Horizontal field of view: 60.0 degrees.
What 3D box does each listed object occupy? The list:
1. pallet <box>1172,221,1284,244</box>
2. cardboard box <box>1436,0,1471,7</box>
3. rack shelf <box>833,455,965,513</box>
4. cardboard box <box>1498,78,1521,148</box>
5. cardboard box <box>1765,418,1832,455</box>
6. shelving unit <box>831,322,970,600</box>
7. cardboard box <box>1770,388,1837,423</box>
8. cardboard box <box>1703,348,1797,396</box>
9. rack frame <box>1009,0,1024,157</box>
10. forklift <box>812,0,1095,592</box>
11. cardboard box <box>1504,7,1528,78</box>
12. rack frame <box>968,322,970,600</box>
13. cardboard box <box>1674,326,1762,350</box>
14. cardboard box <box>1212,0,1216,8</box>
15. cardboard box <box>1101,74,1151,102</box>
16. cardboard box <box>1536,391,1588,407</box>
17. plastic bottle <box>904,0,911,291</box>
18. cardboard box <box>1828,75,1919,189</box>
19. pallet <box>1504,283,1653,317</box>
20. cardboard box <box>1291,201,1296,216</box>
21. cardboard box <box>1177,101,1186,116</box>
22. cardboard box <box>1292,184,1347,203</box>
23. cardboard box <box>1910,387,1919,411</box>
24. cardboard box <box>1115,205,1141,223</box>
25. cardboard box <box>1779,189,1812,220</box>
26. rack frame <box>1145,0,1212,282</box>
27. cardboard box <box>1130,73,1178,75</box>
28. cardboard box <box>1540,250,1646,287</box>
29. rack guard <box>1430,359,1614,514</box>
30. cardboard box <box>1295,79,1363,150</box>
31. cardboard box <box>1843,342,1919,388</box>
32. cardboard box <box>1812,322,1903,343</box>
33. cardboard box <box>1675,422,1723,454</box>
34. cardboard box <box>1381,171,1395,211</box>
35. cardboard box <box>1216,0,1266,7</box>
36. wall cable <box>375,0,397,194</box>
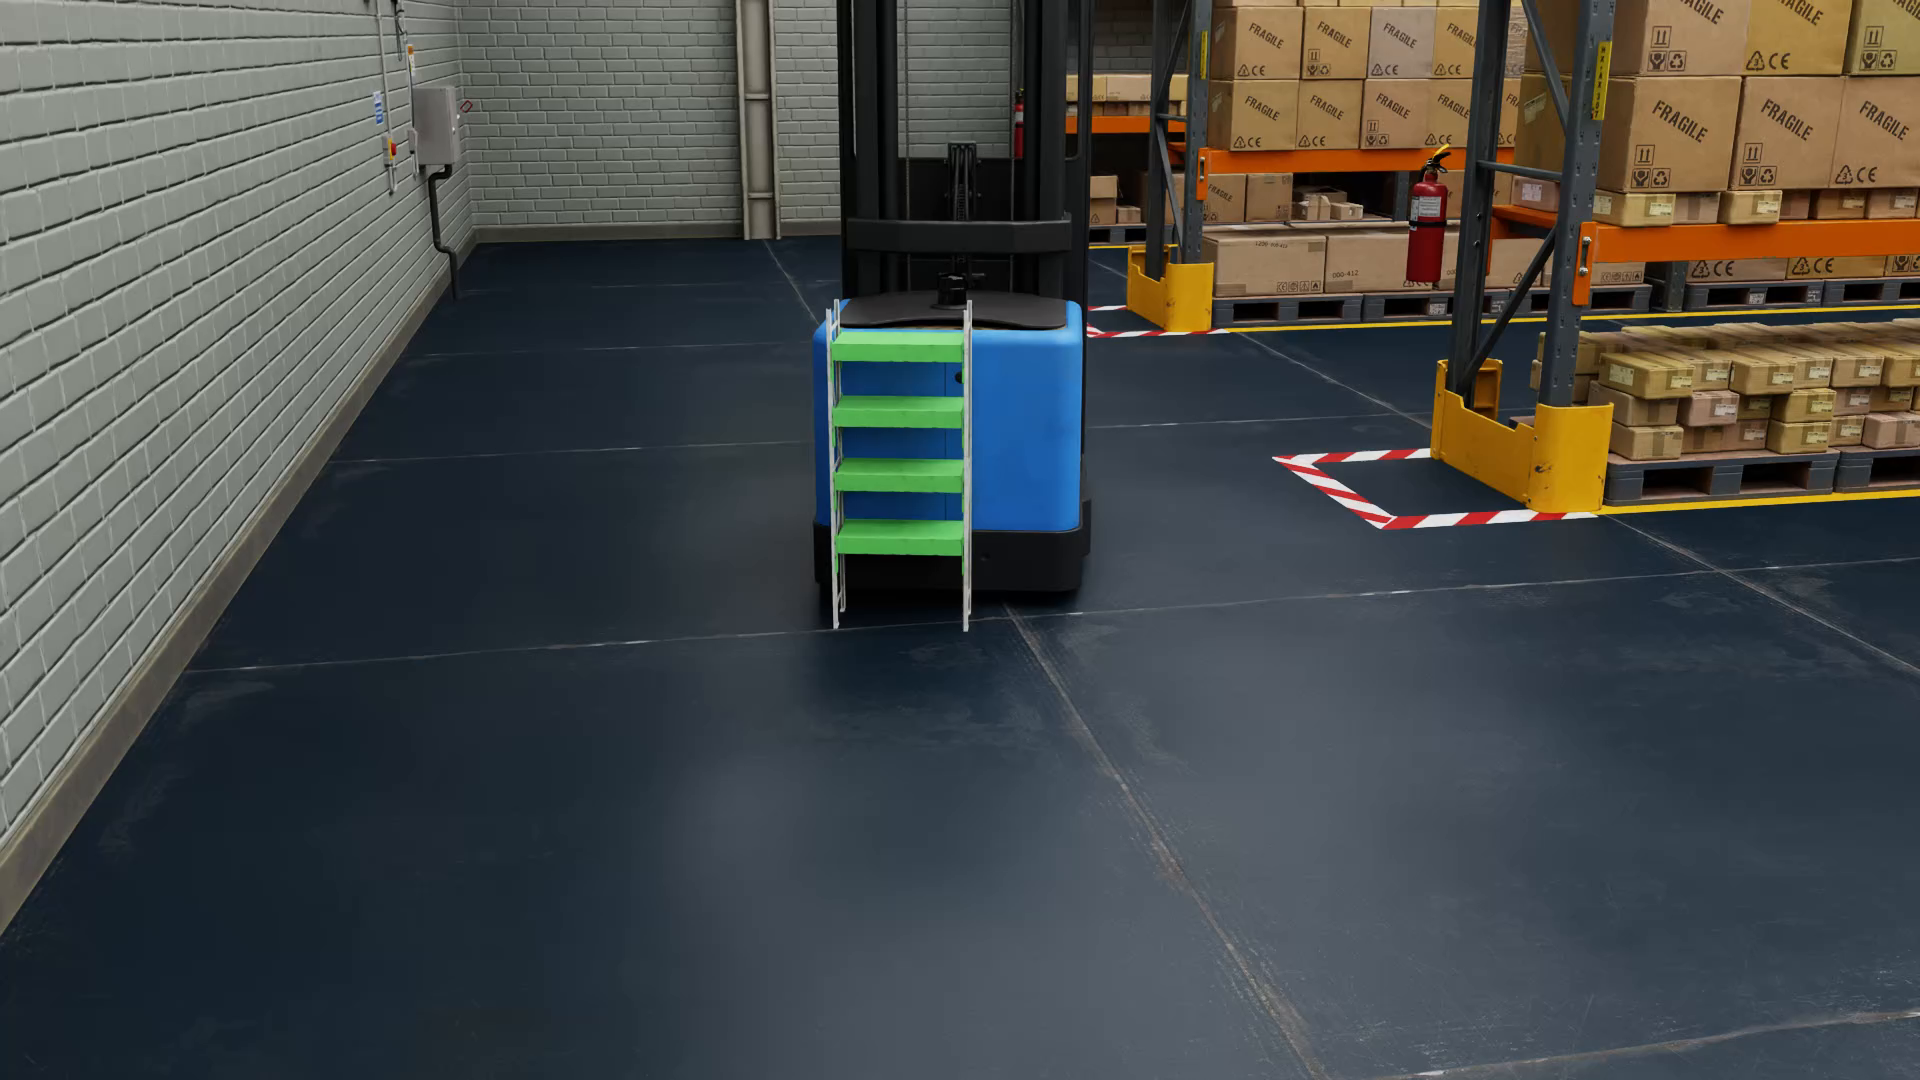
[{"bbox_3d":[2.735,-3.361,17.894,1.213,0.211,1.003,-3,17,-10],"label":"pallet"},{"bbox_3d":[3.560,-3.997,12.239,0.250,0.149,0.380,-4,17,-12],"label":"cardboard box"},{"bbox_3d":[-0.215,-0.210,6.171,0.480,0.148,0.258,1,17,3],"label":"rack shelf"},{"bbox_3d":[4.153,-3.256,12.633,0.500,0.500,0.500,-4,17,-11],"label":"cardboard box"},{"bbox_3d":[3.997,-0.537,8.093,0.250,0.149,0.380,-3,17,-10],"label":"cardboard box"},{"bbox_3d":[-0.212,-0.271,6.152,0.487,1.046,0.258,1,17,3],"label":"shelving unit"},{"bbox_3d":[4.005,-0.682,8.058,0.250,0.149,0.380,-3,17,-9],"label":"cardboard box"},{"bbox_3d":[3.765,-0.807,7.956,0.250,0.149,0.380,-3,17,-11],"label":"cardboard box"},{"bbox_3d":[0.683,-4.578,17.108,0.127,3.000,1.000,-3,17,-10],"label":"rack frame"},{"bbox_3d":[0.039,-1.584,7.476,1.130,2.935,3.031,1,17,3],"label":"forklift"},{"bbox_3d":[4.147,-3.733,12.483,0.500,0.500,0.500,-3,17,-10],"label":"cardboard box"},{"bbox_3d":[0.028,-0.267,6.138,0.006,1.046,0.228,1,17,3],"label":"rack frame"},{"bbox_3d":[3.892,-0.995,8.571,0.250,0.149,0.380,-4,18,-13],"label":"cardboard box"},{"bbox_3d":[1.942,-4.061,12.446,0.250,0.149,0.380,-3,17,-10],"label":"cardboard box"},{"bbox_3d":[1.674,-4.624,17.007,0.500,0.250,0.500,-3,17,-10],"label":"cardboard box"},{"bbox_3d":[3.143,-0.653,8.470,0.250,0.149,0.380,-3,17,-10],"label":"cardboard box"},{"bbox_3d":[6.893,-2.078,8.968,15.095,2.616,20.093,-3,17,-10],"label":"plastic bottle"},{"bbox_3d":[4.163,-1.922,7.784,0.500,0.500,0.500,-3,17,-10],"label":"cardboard box"},{"bbox_3d":[4.794,-2.017,13.520,1.213,0.211,1.003,-3,17,-10],"label":"pallet"},{"bbox_3d":[3.491,-3.646,18.213,0.250,0.149,0.380,-3,17,-11],"label":"cardboard box"},{"bbox_3d":[2.332,-4.454,17.134,0.250,0.149,0.380,-4,17,-12],"label":"cardboard box"},{"bbox_3d":[3.917,-3.748,18.268,0.500,0.311,0.500,-3,17,-8],"label":"cardboard box"},{"bbox_3d":[4.773,-0.764,8.323,0.276,0.149,0.397,-4,17,-12],"label":"cardboard box"},{"bbox_3d":[1.726,-3.435,17.527,0.250,0.149,0.380,-4,18,-13],"label":"cardboard box"},{"bbox_3d":[3.791,-1.609,7.869,0.250,0.149,0.380,-2,17,-8],"label":"cardboard box"},{"bbox_3d":[1.628,-3.147,12.450,0.127,3.000,1.000,-3,17,-10],"label":"rack frame"},{"bbox_3d":[2.078,-4.805,17.596,0.500,0.250,0.500,-3,17,-9],"label":"cardboard box"},{"bbox_3d":[4.918,-2.342,13.476,0.875,0.438,0.875,-3,17,-11],"label":"cardboard box"},{"bbox_3d":[2.741,-0.535,8.203,0.348,0.500,1.175,-3,17,-10],"label":"rack guard"},{"bbox_3d":[3.359,-3.350,10.131,1.047,2.149,4.883,-3,17,-11],"label":"cardboard box"},{"bbox_3d":[4.534,-0.858,8.125,0.250,0.149,0.380,-3,17,-10],"label":"cardboard box"},{"bbox_3d":[4.677,-1.032,8.690,0.250,0.149,0.380,-3,17,-10],"label":"cardboard box"},{"bbox_3d":[3.483,-0.539,8.098,0.250,0.149,0.380,-3,17,-11],"label":"cardboard box"},{"bbox_3d":[5.036,-3.919,18.505,0.500,0.500,0.500,-3,17,-11],"label":"cardboard box"},{"bbox_3d":[2.029,-3.923,11.998,0.250,0.149,0.380,-3,17,-9],"label":"cardboard box"},{"bbox_3d":[-3.904,-3.327,11.251,0.123,1.953,0.585,-3,17,-10],"label":"wall cable"}]
